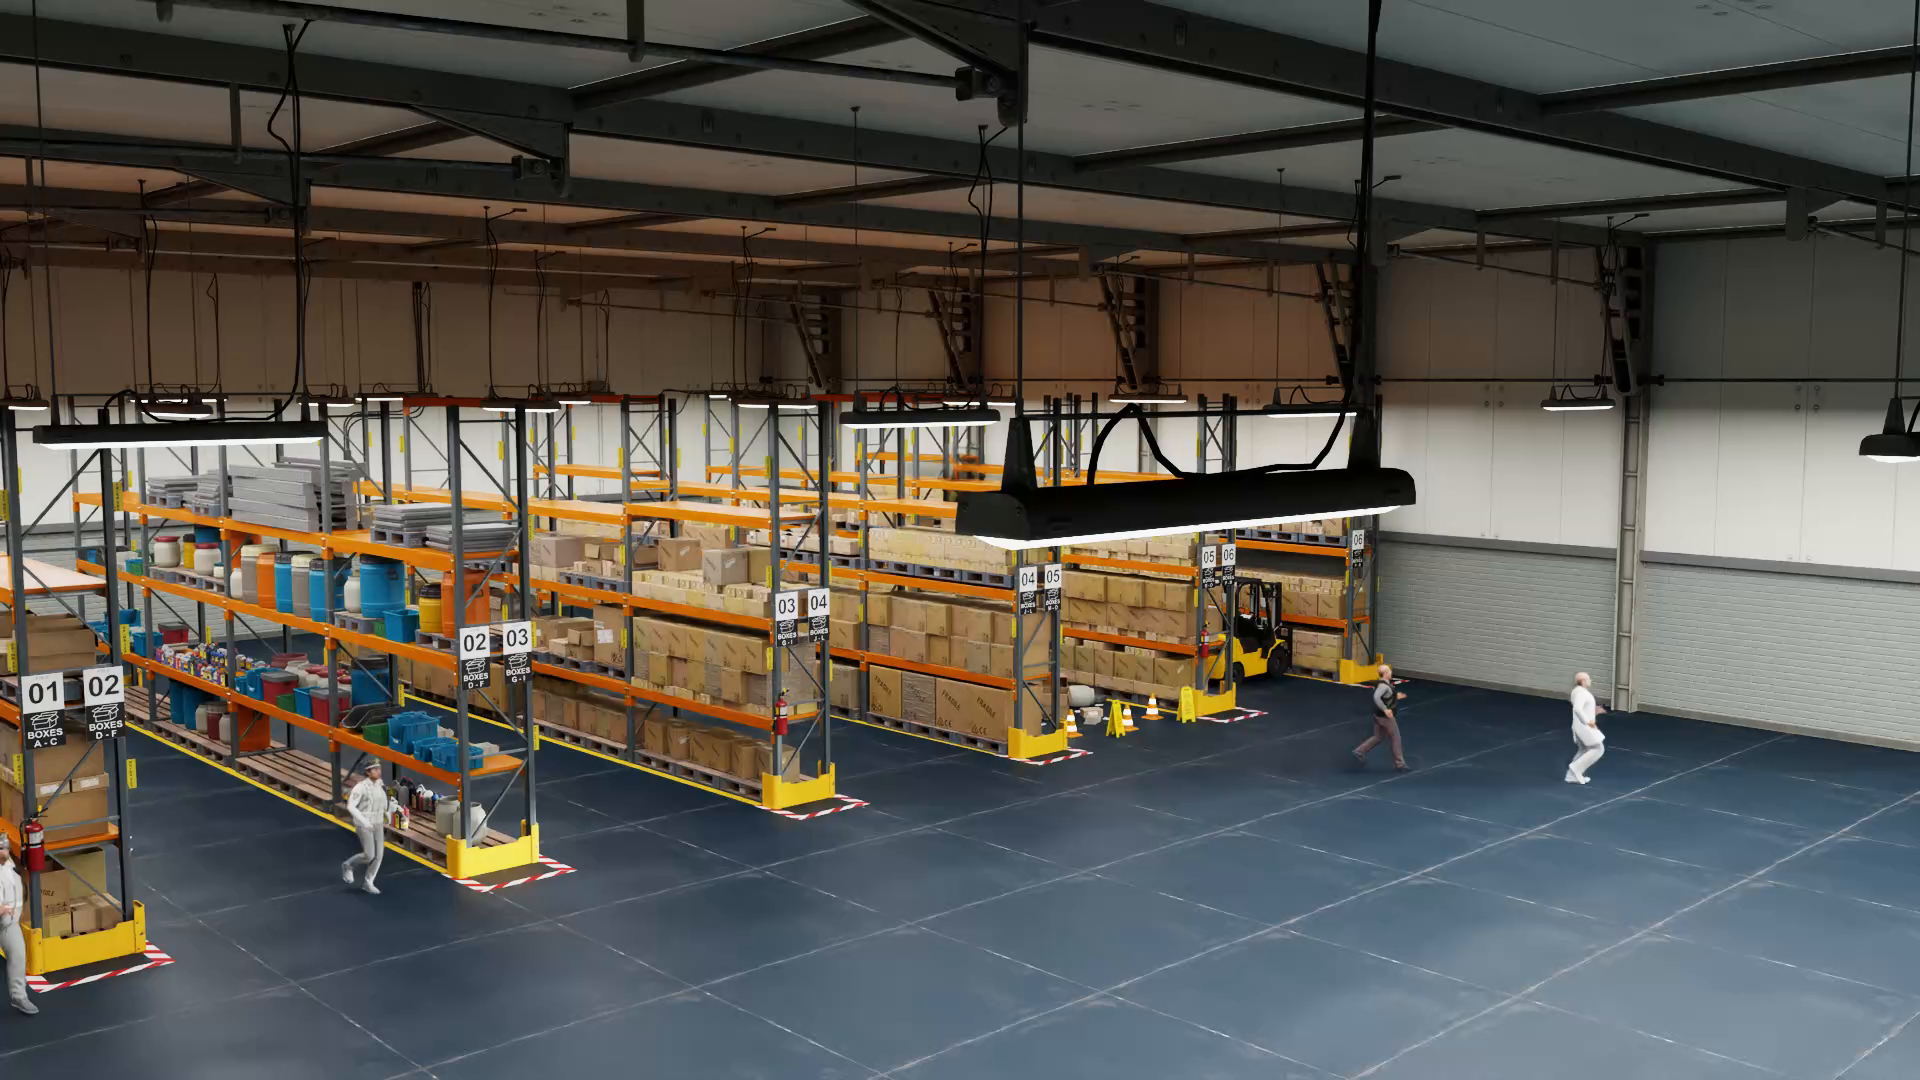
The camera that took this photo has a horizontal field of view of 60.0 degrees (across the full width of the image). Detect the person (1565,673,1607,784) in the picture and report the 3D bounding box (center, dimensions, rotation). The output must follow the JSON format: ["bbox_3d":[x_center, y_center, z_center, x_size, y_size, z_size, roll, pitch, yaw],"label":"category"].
[{"bbox_3d":[9.830,2.943,26.004,0.642,1.744,0.694,0,6,3],"label":"person"}]

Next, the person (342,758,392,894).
[{"bbox_3d":[-7.373,3.527,20.690,0.576,1.670,0.637,3,6,26],"label":"person"}]

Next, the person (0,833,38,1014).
[{"bbox_3d":[-9.666,3.836,16.722,0.965,1.766,0.715,1,6,12],"label":"person"}]

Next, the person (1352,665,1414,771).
[{"bbox_3d":[6.844,2.862,26.807,0.969,1.709,0.657,0,6,0],"label":"person"}]
